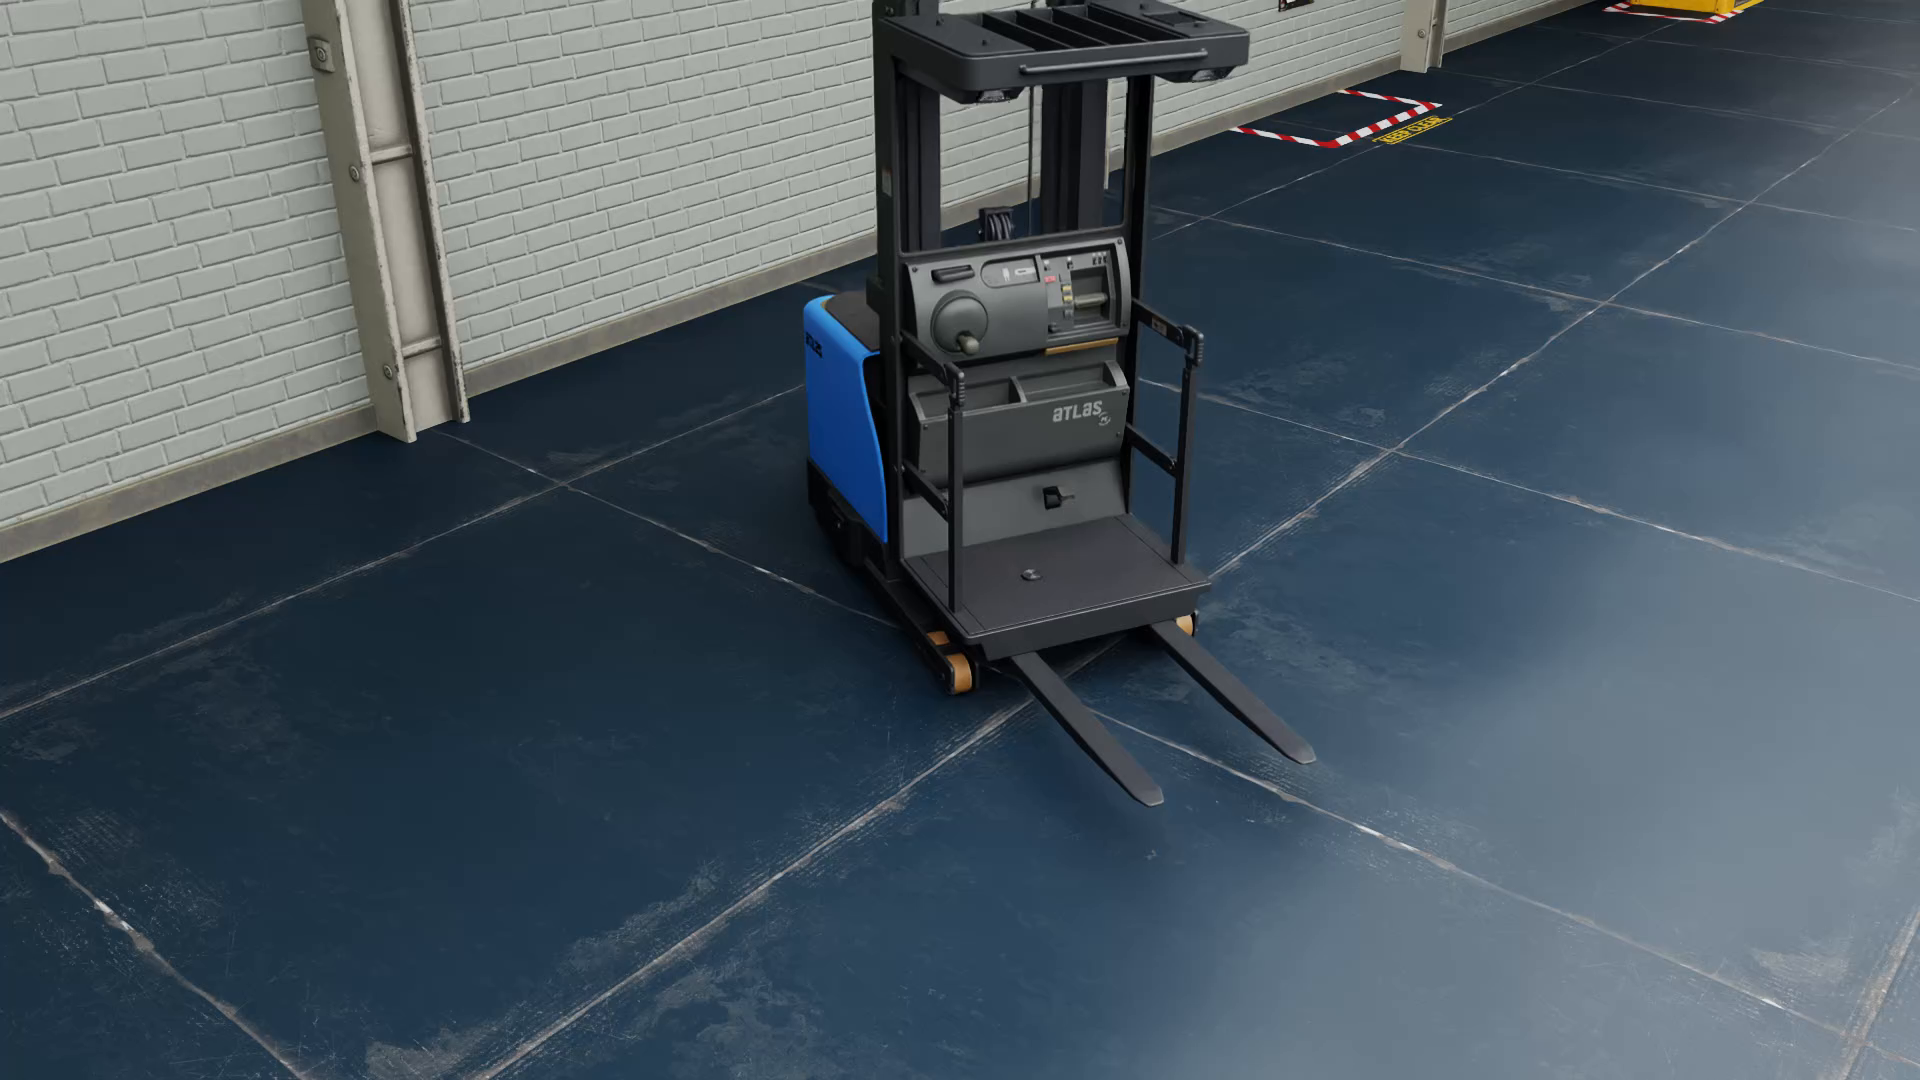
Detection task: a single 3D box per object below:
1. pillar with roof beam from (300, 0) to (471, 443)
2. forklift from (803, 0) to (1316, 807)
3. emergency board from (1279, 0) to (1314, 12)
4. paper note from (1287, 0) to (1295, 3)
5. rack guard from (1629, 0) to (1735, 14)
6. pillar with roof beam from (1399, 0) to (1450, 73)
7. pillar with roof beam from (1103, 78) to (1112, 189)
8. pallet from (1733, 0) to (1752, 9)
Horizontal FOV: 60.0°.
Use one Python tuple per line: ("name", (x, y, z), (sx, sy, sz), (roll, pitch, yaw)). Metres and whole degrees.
("pillar with roof beam", (0.431, -3.363, 4.456), (9.100, 9.000, 0.400), (21, 34, 34))
("forklift", (0.329, -0.914, 6.327), (1.130, 2.935, 3.031), (-11, 29, -21))
("emergency board", (3.121, -5.348, 14.824), (0.157, 1.169, 0.626), (21, 34, 34))
("paper note", (2.974, -4.912, 14.939), (0.016, 0.148, 0.142), (21, 34, 34))
("rack guard", (8.829, -6.754, 20.261), (1.175, 0.500, 0.348), (21, 34, 34))
("pillar with roof beam", (8.063, -7.617, 12.681), (9.100, 9.000, 0.400), (21, 34, 34))
("pillar with roof beam", (4.247, -5.490, 8.569), (9.100, 9.000, 0.400), (21, 34, 34))
("pallet", (9.373, -6.903, 20.865), (1.003, 0.211, 1.213), (21, 34, 34))
